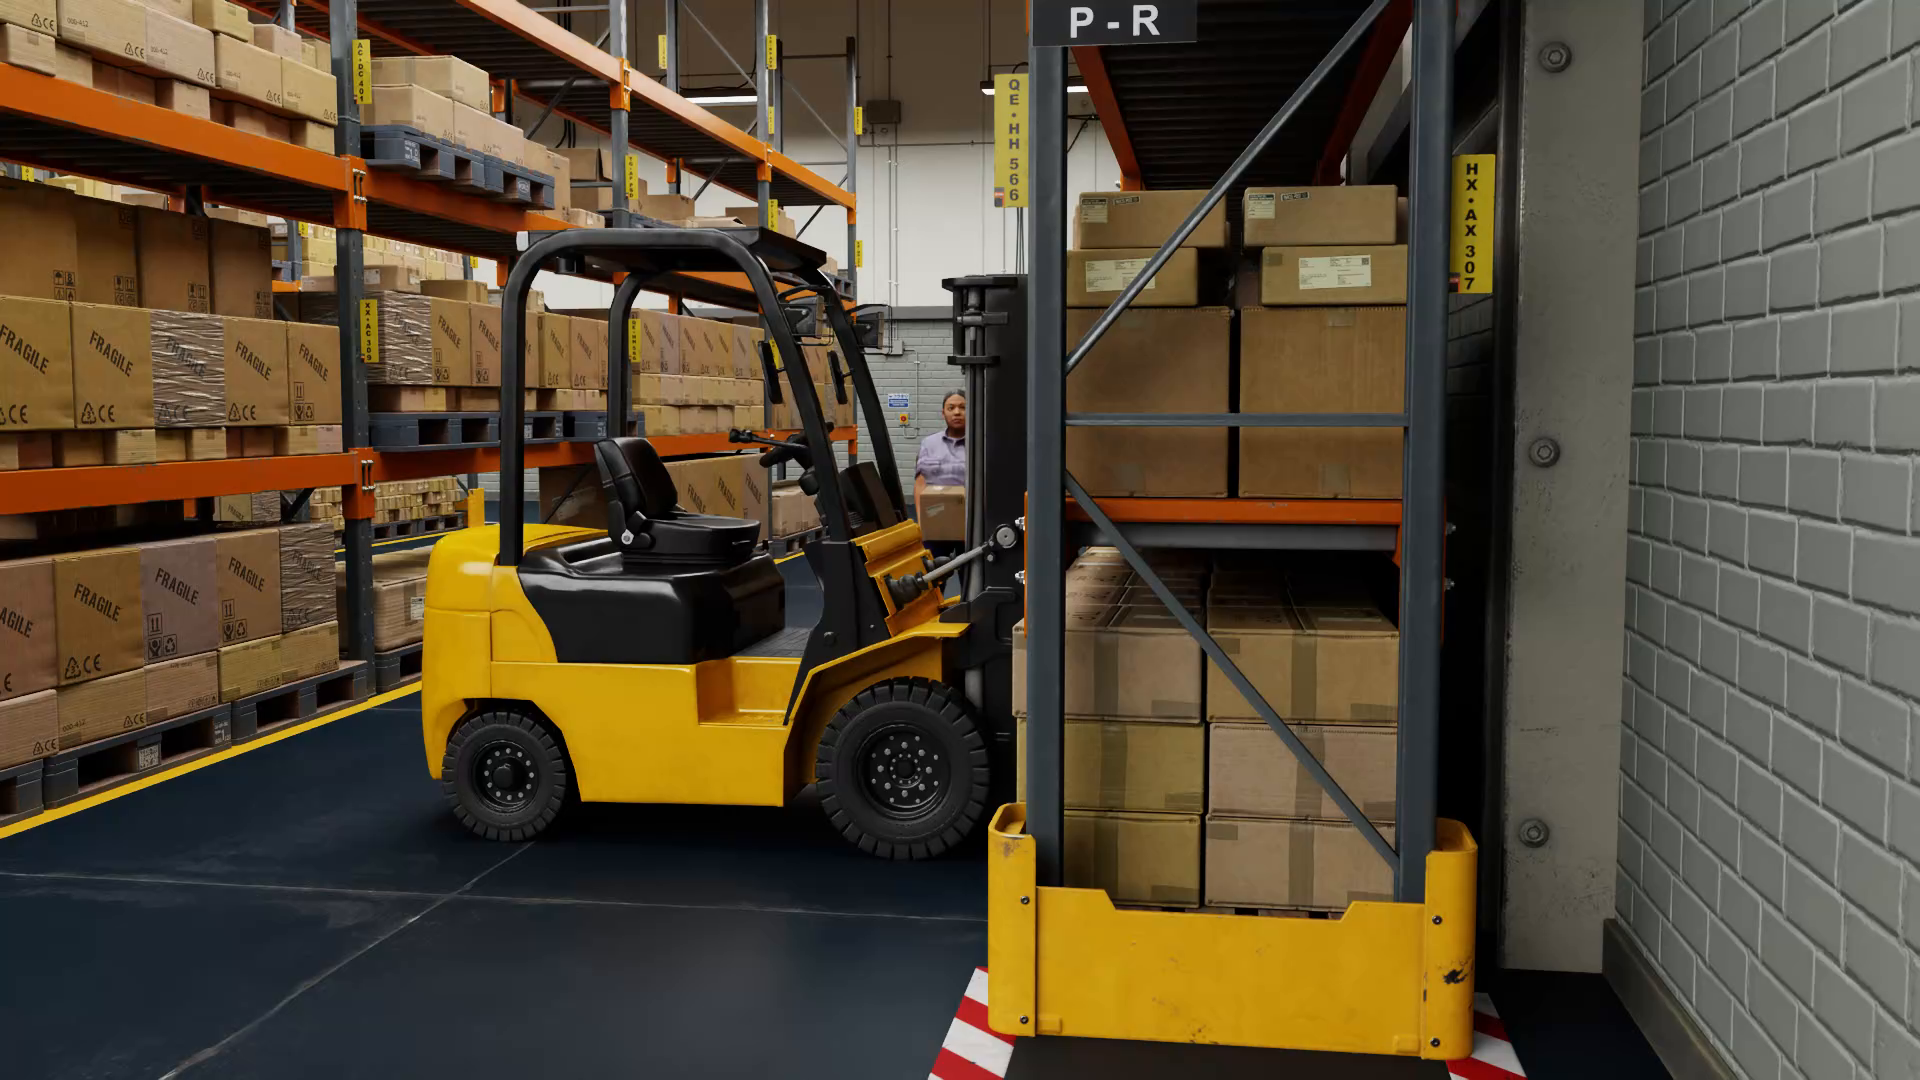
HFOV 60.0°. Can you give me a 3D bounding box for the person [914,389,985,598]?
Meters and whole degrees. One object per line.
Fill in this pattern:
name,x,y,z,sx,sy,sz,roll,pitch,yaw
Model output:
person,-0.036,-0.003,9.090,0.441,1.646,0.519,1,5,8
